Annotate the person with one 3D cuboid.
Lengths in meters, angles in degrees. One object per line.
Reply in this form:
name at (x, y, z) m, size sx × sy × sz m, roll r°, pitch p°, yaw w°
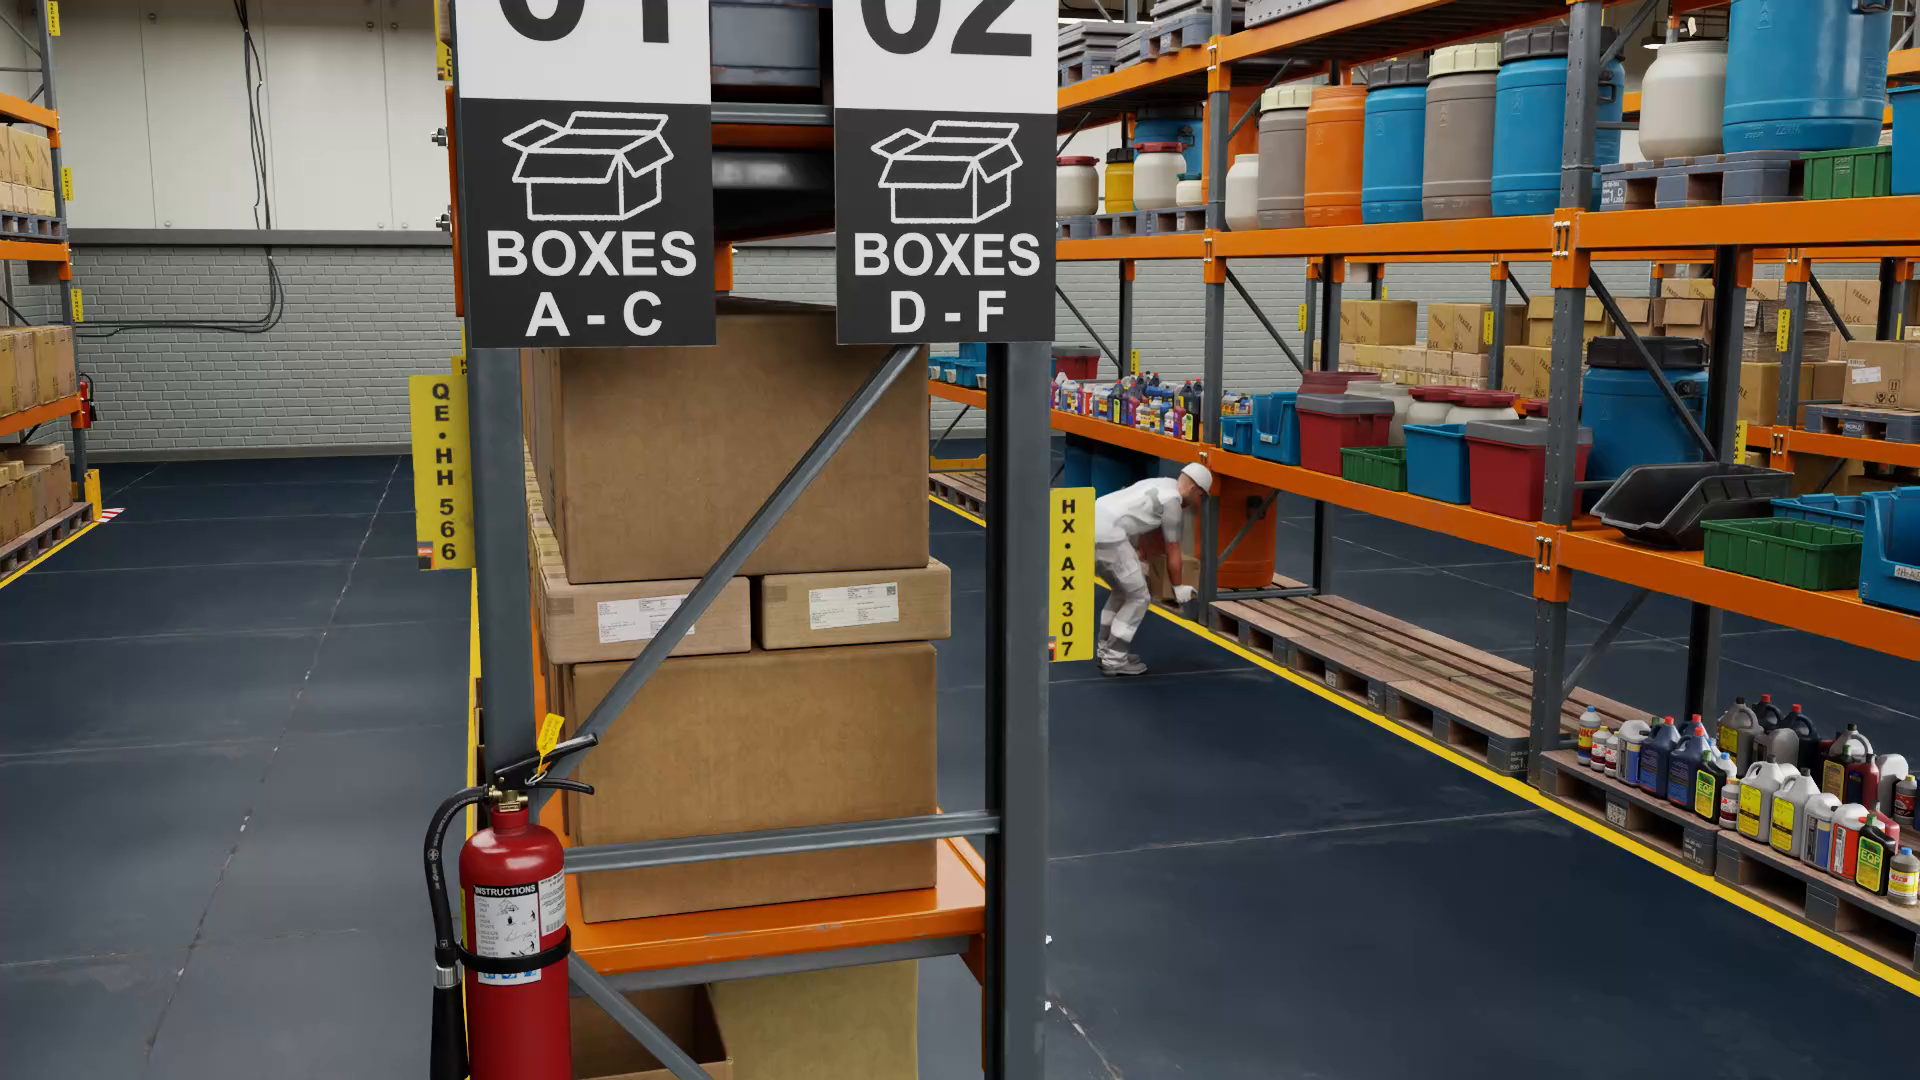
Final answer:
person at (1.193, 0.175, 10.672) m, size 0.909 × 1.319 × 0.497 m, roll -3°, pitch 10°, yaw -18°
